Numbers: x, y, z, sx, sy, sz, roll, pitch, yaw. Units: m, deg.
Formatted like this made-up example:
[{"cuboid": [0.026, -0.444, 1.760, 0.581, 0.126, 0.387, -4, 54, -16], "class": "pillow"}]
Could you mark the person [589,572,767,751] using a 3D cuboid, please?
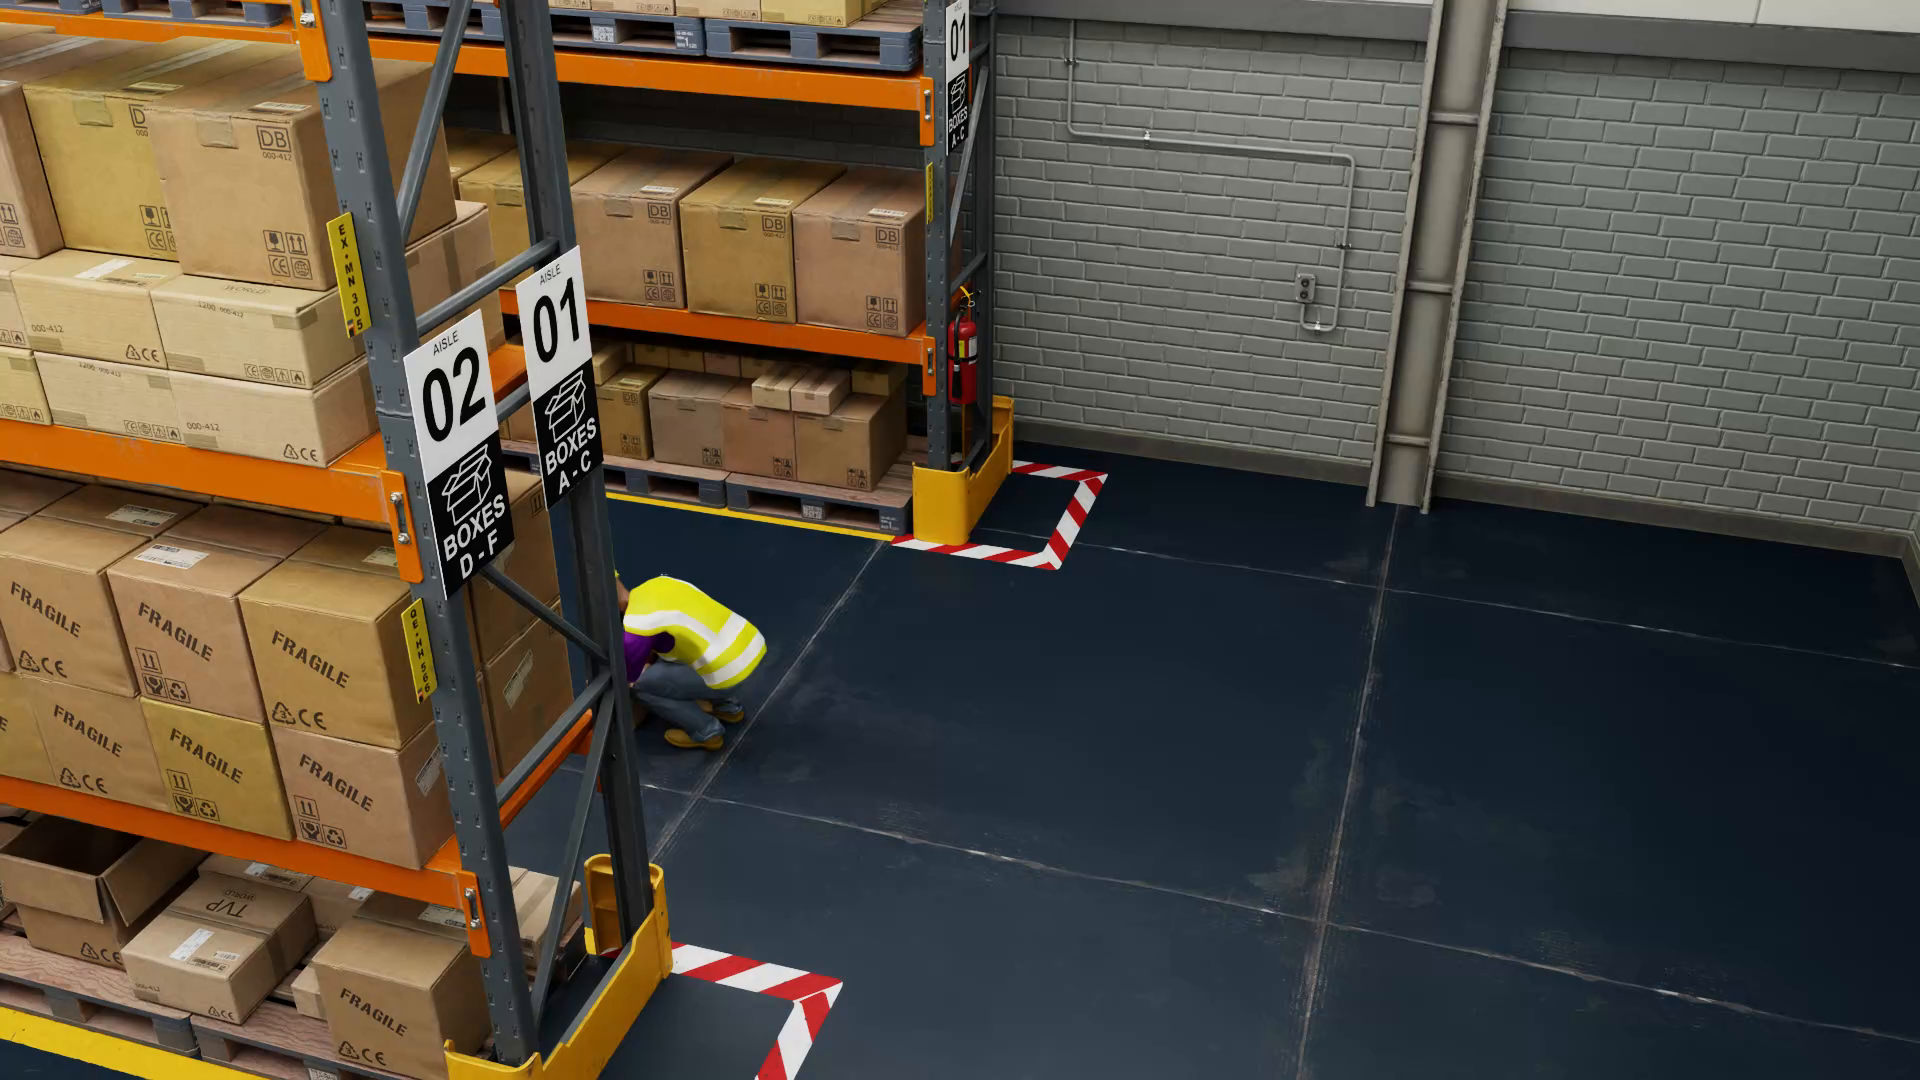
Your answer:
[{"cuboid": [-1.443, 0.578, 8.339, 0.897, 0.902, 0.565, 9, 30, 15], "class": "person"}]
